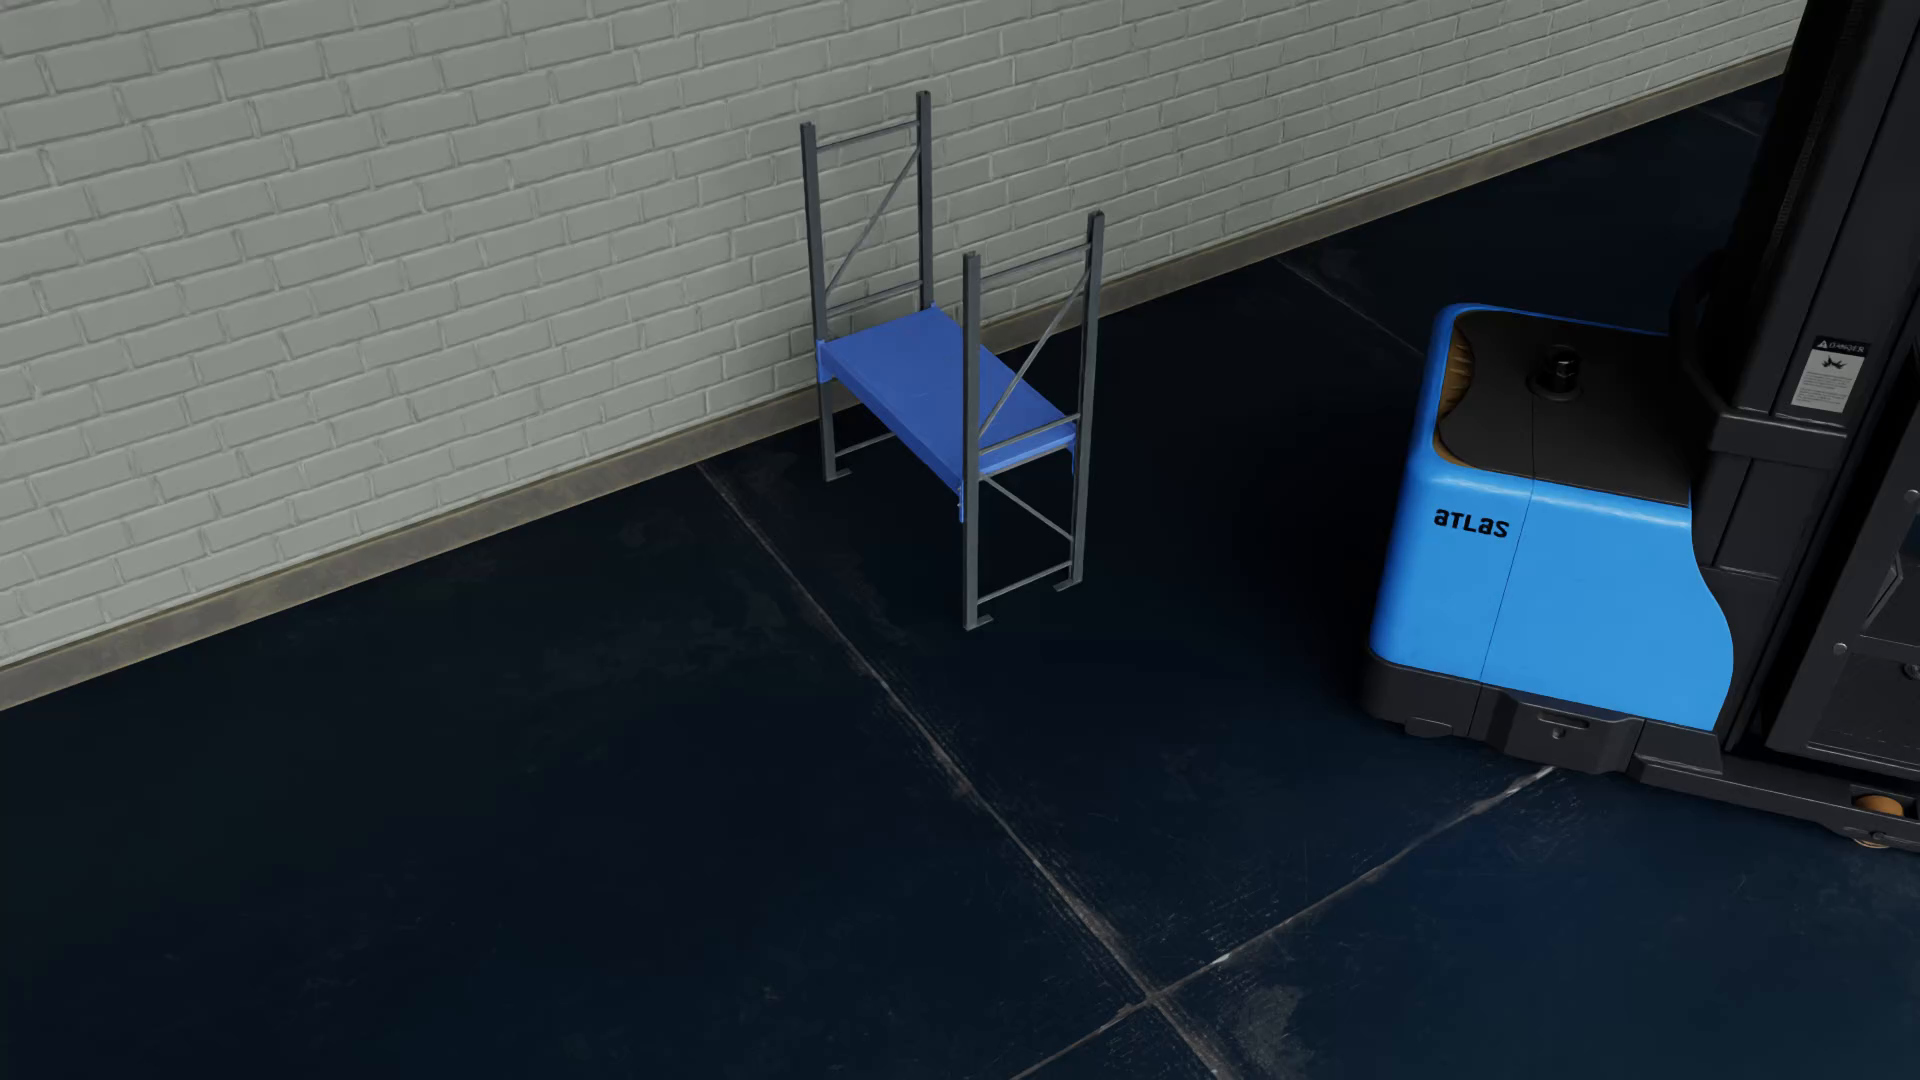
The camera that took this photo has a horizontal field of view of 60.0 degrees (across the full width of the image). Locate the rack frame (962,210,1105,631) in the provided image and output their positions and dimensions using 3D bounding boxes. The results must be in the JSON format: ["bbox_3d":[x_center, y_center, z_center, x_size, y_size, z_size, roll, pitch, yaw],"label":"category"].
[{"bbox_3d":[0.227,-0.348,5.496,0.500,1.500,0.032,-22,45,-24],"label":"rack frame"}]

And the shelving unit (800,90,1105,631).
[{"bbox_3d":[-0.046,-0.622,5.825,0.538,1.500,1.048,-22,45,-24],"label":"shelving unit"}]

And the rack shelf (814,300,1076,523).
[{"bbox_3d":[-0.046,-0.484,5.940,0.538,0.185,1.000,-22,45,-24],"label":"rack shelf"}]

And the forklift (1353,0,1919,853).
[{"bbox_3d":[2.879,-0.524,4.590,3.031,2.935,1.130,12,41,14],"label":"forklift"}]

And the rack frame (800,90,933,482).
[{"bbox_3d":[-0.319,-0.897,6.154,0.500,1.500,0.032,-22,45,-24],"label":"rack frame"}]
